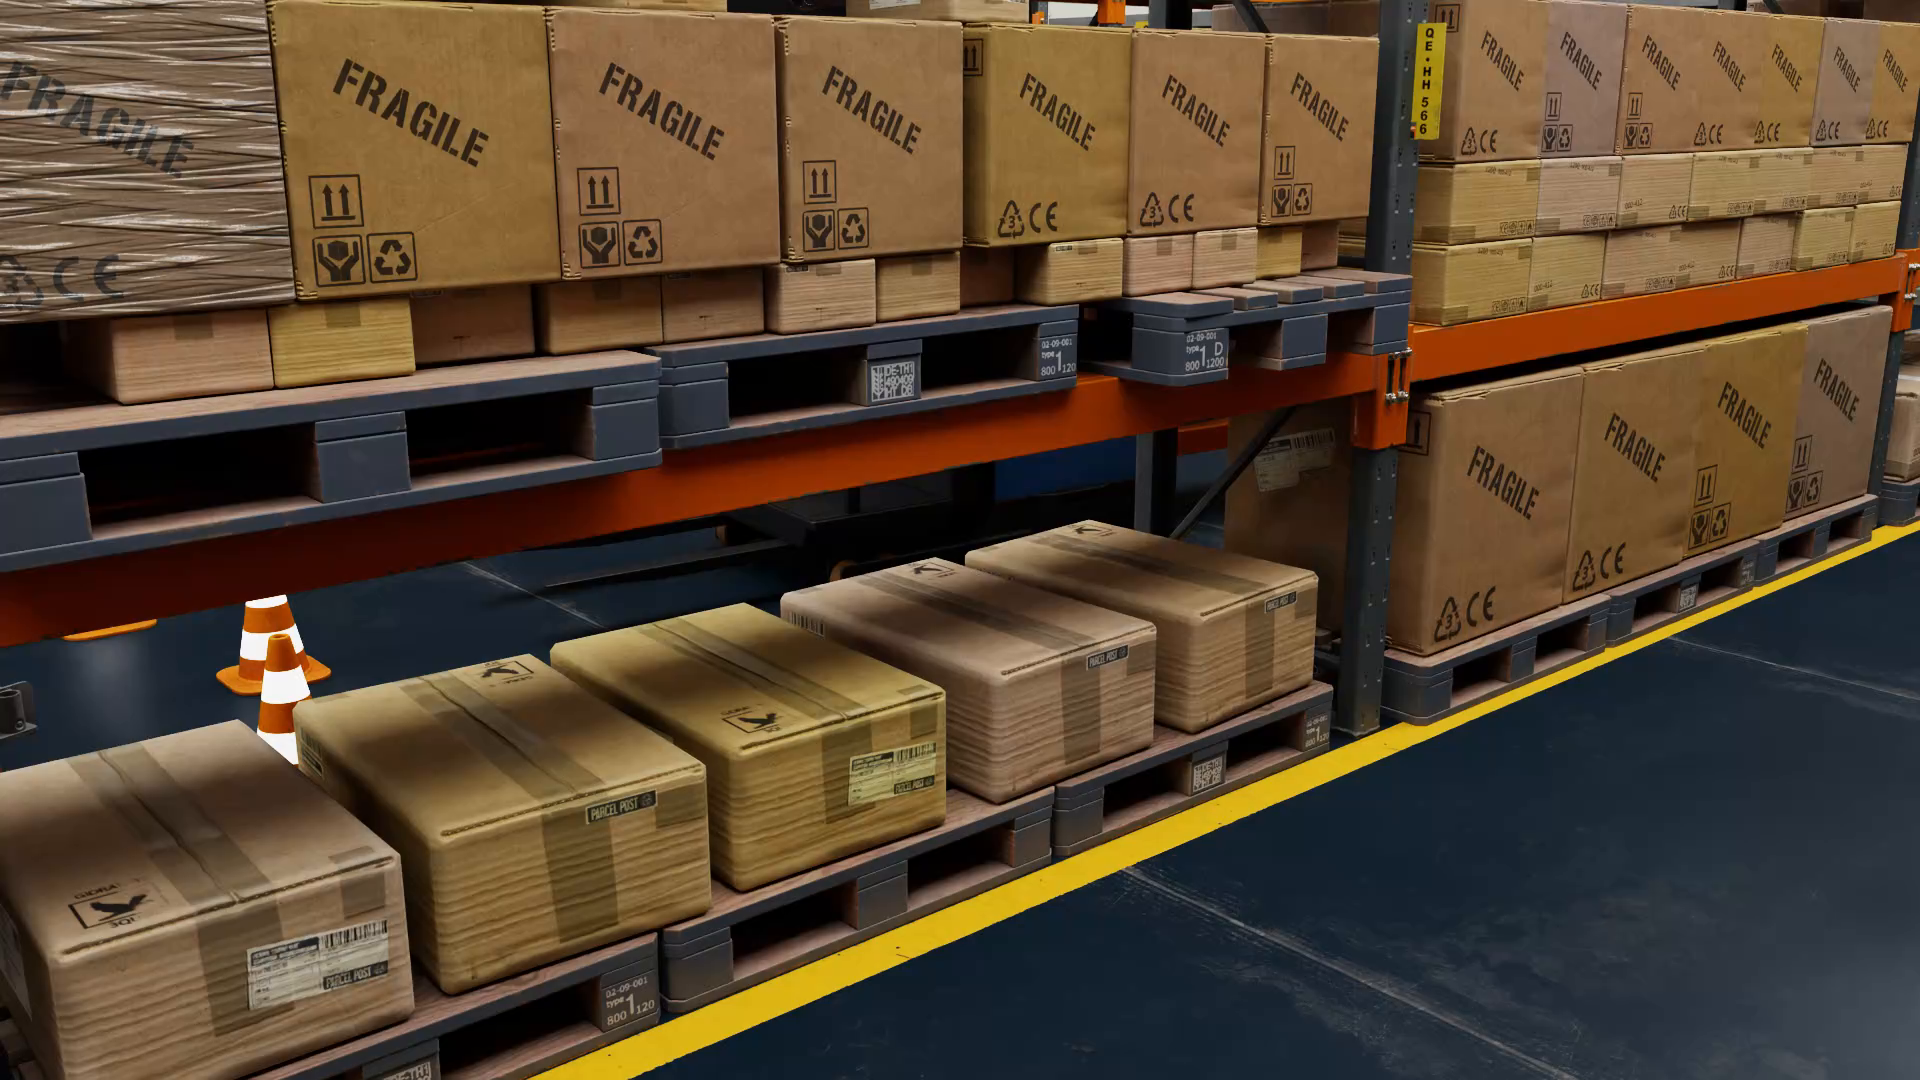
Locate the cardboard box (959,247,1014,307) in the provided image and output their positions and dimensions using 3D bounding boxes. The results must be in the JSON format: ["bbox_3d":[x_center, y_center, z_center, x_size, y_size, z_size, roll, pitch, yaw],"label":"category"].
[{"bbox_3d":[-0.081,-0.675,4.136,0.250,0.149,0.380,-12,19,-39],"label":"cardboard box"}]

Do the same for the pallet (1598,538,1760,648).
[{"bbox_3d":[2.558,0.109,6.933,1.213,0.211,1.003,-13,19,-39],"label":"pallet"}]

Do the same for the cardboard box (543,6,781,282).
[{"bbox_3d":[-0.723,-0.821,3.427,0.500,0.500,0.500,-13,20,-40],"label":"cardboard box"}]

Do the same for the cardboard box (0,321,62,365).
[{"bbox_3d":[-1.817,-0.459,3.328,0.250,0.149,0.380,-12,19,-39],"label":"cardboard box"}]

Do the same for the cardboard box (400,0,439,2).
[{"bbox_3d":[-1.313,-1.186,3.537,0.250,0.149,0.380,-13,20,-41],"label":"cardboard box"}]

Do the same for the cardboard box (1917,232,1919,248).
[{"bbox_3d":[4.537,-1.668,7.990,0.500,0.500,0.500,-12,19,-38],"label":"cardboard box"}]

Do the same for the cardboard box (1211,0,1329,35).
[{"bbox_3d":[1.212,-1.584,5.735,0.500,0.500,0.500,-13,20,-41],"label":"cardboard box"}]

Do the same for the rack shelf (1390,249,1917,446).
[{"bbox_3d":[2.502,-0.905,6.720,4.000,0.370,1.077,-13,19,-39],"label":"rack shelf"}]

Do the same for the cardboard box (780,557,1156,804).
[{"bbox_3d":[0.009,0.373,4.819,0.625,0.372,0.950,-13,20,-40],"label":"cardboard box"}]

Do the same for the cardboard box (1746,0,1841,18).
[{"bbox_3d":[4.034,-2.550,8.097,0.250,0.149,0.380,-13,20,-40],"label":"cardboard box"}]

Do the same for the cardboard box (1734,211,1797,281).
[{"bbox_3d":[3.060,-1.226,6.819,0.500,0.250,0.500,-13,20,-41],"label":"cardboard box"}]

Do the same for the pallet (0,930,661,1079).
[{"bbox_3d":[-1.438,0.979,3.677,1.213,0.211,1.003,-13,19,-39],"label":"pallet"}]

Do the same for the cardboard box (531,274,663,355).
[{"bbox_3d":[-0.820,-0.489,3.441,0.250,0.149,0.380,-12,19,-39],"label":"cardboard box"}]

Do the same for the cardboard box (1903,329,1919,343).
[{"bbox_3d":[5.911,-0.946,9.631,0.875,0.438,0.875,-12,19,-38],"label":"cardboard box"}]

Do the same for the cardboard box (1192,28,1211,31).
[{"bbox_3d":[1.567,-3.333,11.707,0.500,0.500,0.500,-13,20,-41],"label":"cardboard box"}]

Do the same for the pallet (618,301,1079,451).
[{"bbox_3d":[-0.473,-0.478,4.098,1.213,0.211,1.003,-13,19,-39],"label":"pallet"}]

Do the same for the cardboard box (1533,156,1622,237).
[{"bbox_3d":[1.928,-1.208,5.782,0.500,0.250,0.500,-12,19,-38],"label":"cardboard box"}]

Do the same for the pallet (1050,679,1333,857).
[{"bbox_3d":[0.403,0.565,5.224,1.213,0.211,1.003,-13,19,-39],"label":"pallet"}]

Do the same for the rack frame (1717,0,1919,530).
[{"bbox_3d":[4.011,-1.591,7.896,0.127,3.000,1.000,-13,19,-39],"label":"rack frame"}]

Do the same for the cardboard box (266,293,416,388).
[{"bbox_3d":[-1.206,-0.390,3.072,0.250,0.149,0.380,-12,19,-38],"label":"cardboard box"}]

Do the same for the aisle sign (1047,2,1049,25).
[{"bbox_3d":[0.774,-5.408,17.147,0.004,0.787,0.394,-13,19,-39],"label":"aisle sign"}]

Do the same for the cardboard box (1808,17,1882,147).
[{"bbox_3d":[3.453,-1.909,6.954,0.500,0.500,0.500,-12,19,-38],"label":"cardboard box"}]

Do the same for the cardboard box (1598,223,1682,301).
[{"bbox_3d":[2.303,-1.054,6.172,0.500,0.250,0.500,-12,19,-38],"label":"cardboard box"}]

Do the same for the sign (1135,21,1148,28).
[{"bbox_3d":[0.627,-1.581,5.612,0.005,0.325,0.100,-13,19,-39],"label":"sign"}]

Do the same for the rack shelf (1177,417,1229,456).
[{"bbox_3d":[1.209,-0.513,8.439,1.000,0.278,0.538,-10,18,-34],"label":"rack shelf"}]

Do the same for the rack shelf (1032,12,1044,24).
[{"bbox_3d":[-0.986,-4.961,16.092,4.000,0.370,1.077,-13,19,-39],"label":"rack shelf"}]

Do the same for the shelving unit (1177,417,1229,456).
[{"bbox_3d":[1.209,-0.749,8.376,1.048,1.125,0.538,-10,18,-34],"label":"shelving unit"}]

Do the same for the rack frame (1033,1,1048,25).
[{"bbox_3d":[0.523,-4.198,17.655,0.127,3.000,1.000,-13,19,-39],"label":"rack frame"}]

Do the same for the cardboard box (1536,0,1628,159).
[{"bbox_3d":[1.894,-1.567,5.673,0.500,0.500,0.500,-13,19,-39],"label":"cardboard box"}]

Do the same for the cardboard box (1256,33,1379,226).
[{"bbox_3d":[0.833,-1.178,4.762,0.500,0.500,0.500,-13,20,-41],"label":"cardboard box"}]

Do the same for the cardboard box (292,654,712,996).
[{"bbox_3d":[-1.090,0.619,3.900,0.625,0.372,0.950,-11,19,-36],"label":"cardboard box"}]

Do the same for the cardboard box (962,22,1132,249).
[{"bbox_3d":[0.070,-1.002,4.106,0.500,0.500,0.500,-14,21,-43],"label":"cardboard box"}]

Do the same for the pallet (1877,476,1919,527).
[{"bbox_3d":[4.636,-0.358,8.681,1.213,0.211,1.003,-13,19,-39],"label":"pallet"}]

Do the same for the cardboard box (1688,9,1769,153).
[{"bbox_3d":[2.677,-1.737,6.307,0.500,0.500,0.500,-12,19,-38],"label":"cardboard box"}]

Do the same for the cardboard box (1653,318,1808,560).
[{"bbox_3d":[2.919,-0.493,7.086,0.875,0.875,0.875,-12,19,-38],"label":"cardboard box"}]

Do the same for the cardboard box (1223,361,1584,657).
[{"bbox_3d":[1.569,-0.191,5.956,0.875,0.875,0.875,-13,20,-40],"label":"cardboard box"}]

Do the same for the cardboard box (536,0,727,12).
[{"bbox_3d":[-0.685,-1.159,3.437,0.250,0.149,0.380,-11,19,-36],"label":"cardboard box"}]

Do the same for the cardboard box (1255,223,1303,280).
[{"bbox_3d":[0.746,-0.835,4.735,0.250,0.149,0.380,-12,19,-39],"label":"cardboard box"}]

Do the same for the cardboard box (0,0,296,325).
[{"bbox_3d":[-1.482,-0.655,2.805,0.500,0.500,0.500,-12,19,-38],"label":"cardboard box"}]

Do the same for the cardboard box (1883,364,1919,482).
[{"bbox_3d":[4.555,-0.642,8.492,0.875,0.438,0.875,-13,20,-40],"label":"cardboard box"}]

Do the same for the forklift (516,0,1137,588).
[{"bbox_3d":[-0.510,-1.322,7.020,3.031,2.935,1.130,-10,18,-34],"label":"forklift"}]

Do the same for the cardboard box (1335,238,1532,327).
[{"bbox_3d":[1.528,-0.875,5.505,0.500,0.250,0.500,-13,20,-40],"label":"cardboard box"}]

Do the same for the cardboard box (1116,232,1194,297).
[{"bbox_3d":[0.390,-0.742,4.389,0.250,0.149,0.380,-14,20,-42],"label":"cardboard box"}]

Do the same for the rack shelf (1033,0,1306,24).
[{"bbox_3d":[2.194,-3.978,12.413,4.000,0.370,1.077,-13,19,-39],"label":"rack shelf"}]

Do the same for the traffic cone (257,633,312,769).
[{"bbox_3d":[-2.008,0.507,4.956,0.334,0.463,0.336,-13,19,-39],"label":"traffic cone"}]

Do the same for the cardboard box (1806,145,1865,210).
[{"bbox_3d":[3.466,-1.552,7.071,0.500,0.250,0.500,-12,19,-38],"label":"cardboard box"}]

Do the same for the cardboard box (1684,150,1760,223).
[{"bbox_3d":[2.704,-1.373,6.401,0.500,0.250,0.500,-12,19,-38],"label":"cardboard box"}]

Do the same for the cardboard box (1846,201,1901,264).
[{"bbox_3d":[3.838,-1.394,7.447,0.500,0.250,0.500,-13,20,-41],"label":"cardboard box"}]

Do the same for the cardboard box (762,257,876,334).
[{"bbox_3d":[-0.398,-0.565,3.727,0.250,0.149,0.380,-12,19,-37],"label":"cardboard box"}]
